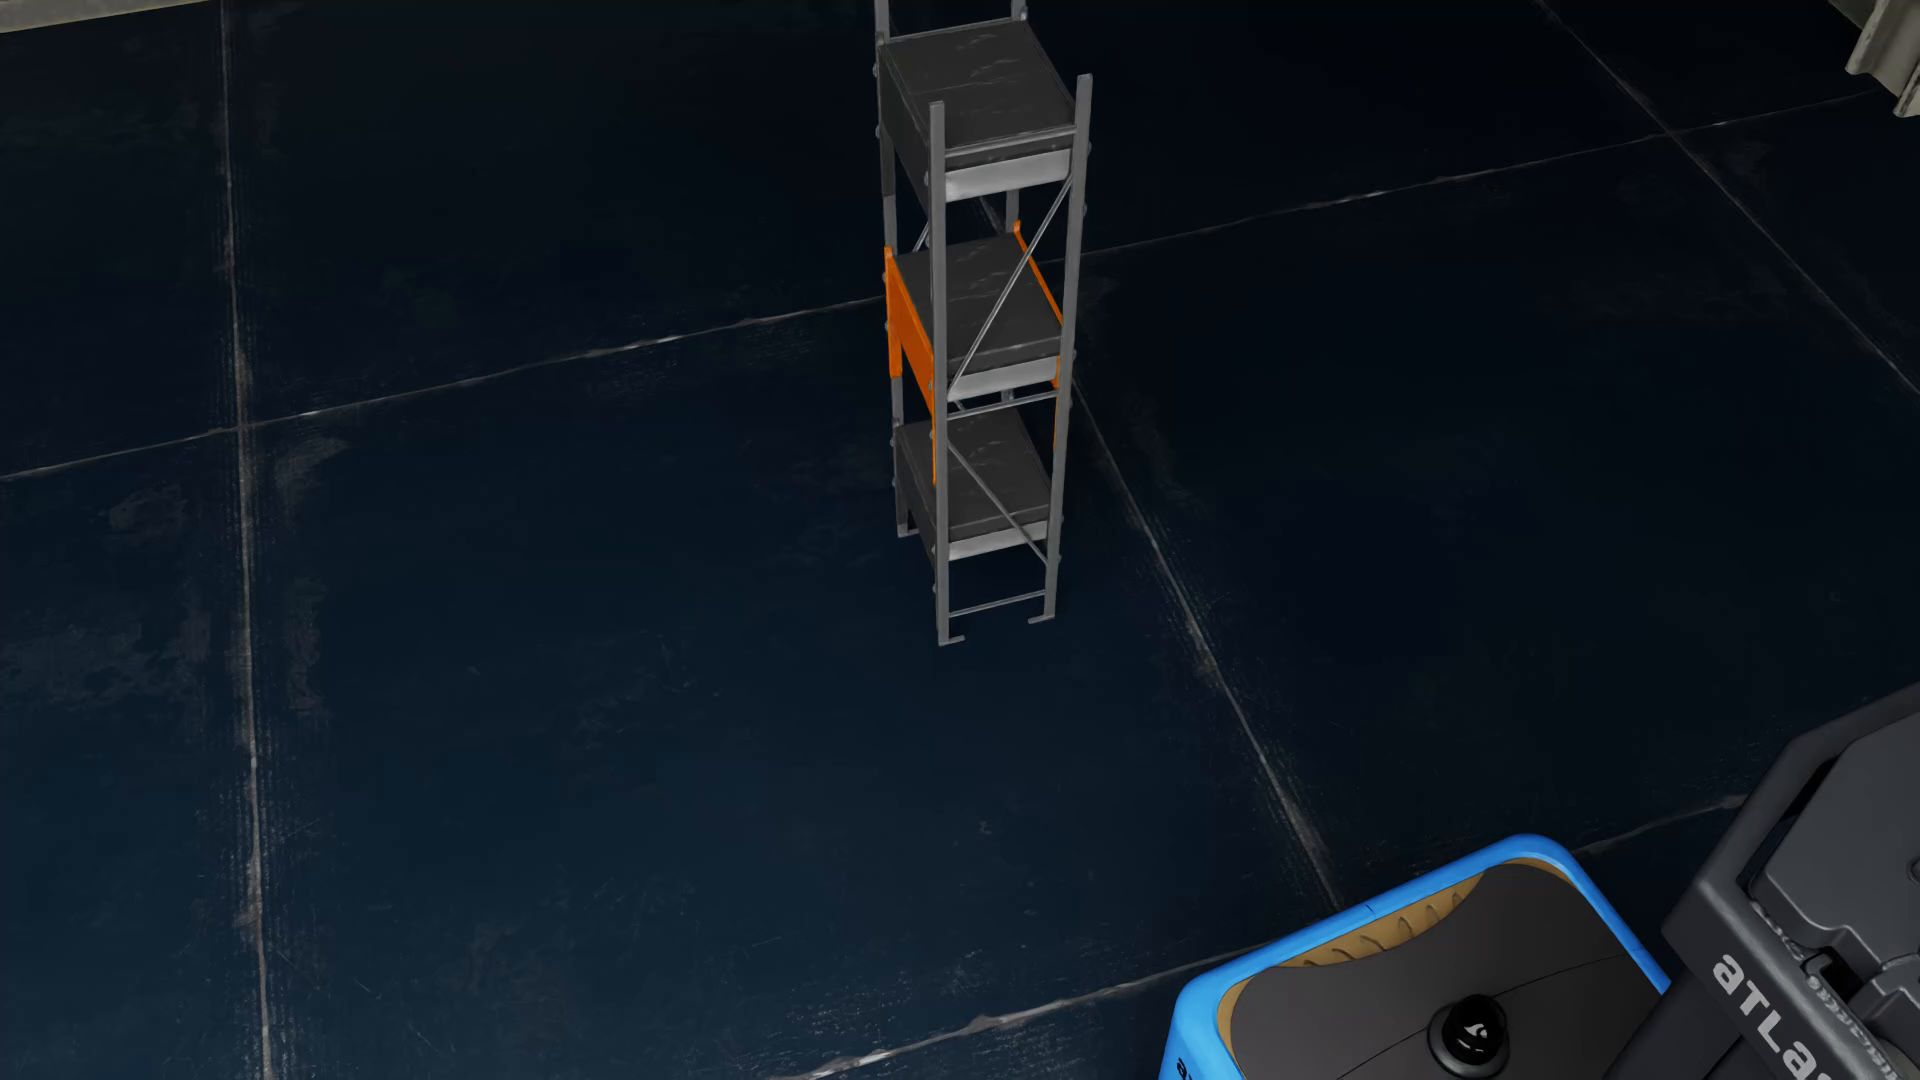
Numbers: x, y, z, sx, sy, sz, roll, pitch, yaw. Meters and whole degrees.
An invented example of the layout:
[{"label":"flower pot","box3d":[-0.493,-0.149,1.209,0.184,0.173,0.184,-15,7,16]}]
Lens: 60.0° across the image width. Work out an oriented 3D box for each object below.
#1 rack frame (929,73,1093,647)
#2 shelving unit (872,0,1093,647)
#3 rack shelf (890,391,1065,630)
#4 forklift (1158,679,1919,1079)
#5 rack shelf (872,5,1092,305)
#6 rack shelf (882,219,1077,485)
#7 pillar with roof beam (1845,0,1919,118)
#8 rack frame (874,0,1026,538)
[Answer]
[{"label":"rack frame","box3d":[0.121,-0.378,4.695,0.400,2.100,0.015,-13,51,-11]},{"label":"shelving unit","box3d":[0.049,-0.556,4.845,0.431,2.100,0.503,-13,51,-11]},{"label":"rack shelf","box3d":[0.049,-0.096,5.391,0.431,0.518,0.480,-13,51,-11]},{"label":"forklift","box3d":[1.515,1.578,2.503,1.130,2.935,3.031,-19,53,-16]},{"label":"rack shelf","box3d":[0.049,-0.998,4.321,0.431,0.518,0.480,-13,51,-11]},{"label":"rack shelf","box3d":[0.049,-0.547,4.856,0.431,0.518,0.480,-13,51,-11]},{"label":"pillar with roof beam","box3d":[0.109,-3.962,3.205,9.100,9.000,0.400,-13,51,-11]},{"label":"rack frame","box3d":[-0.023,-0.734,4.996,0.400,2.100,0.015,-13,51,-11]}]
